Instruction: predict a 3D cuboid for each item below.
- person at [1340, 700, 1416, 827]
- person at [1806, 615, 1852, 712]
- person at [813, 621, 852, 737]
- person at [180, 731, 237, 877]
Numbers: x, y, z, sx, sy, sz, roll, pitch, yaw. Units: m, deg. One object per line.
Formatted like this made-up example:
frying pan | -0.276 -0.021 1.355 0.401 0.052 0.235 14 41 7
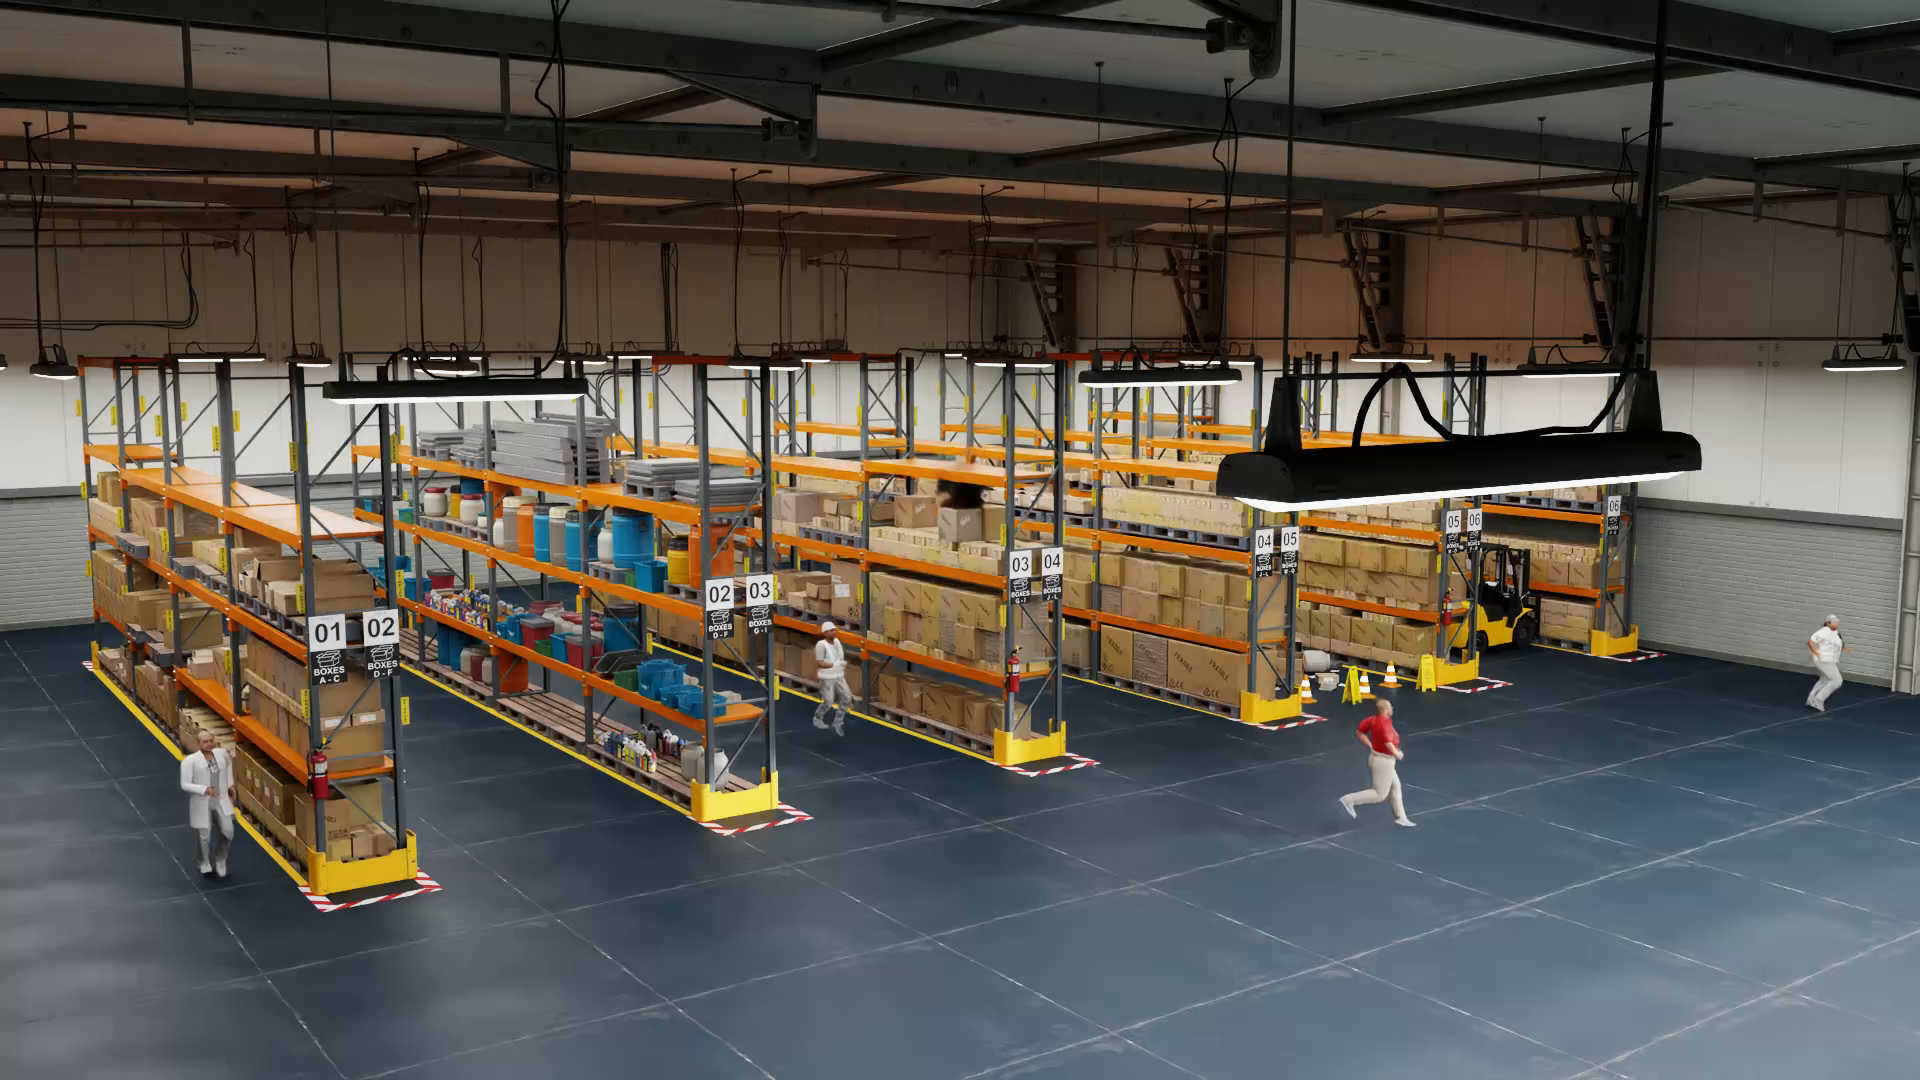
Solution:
person | 5.420 2.916 21.461 1.094 1.731 0.635 -1 7 -6
person | 14.804 2.101 28.320 0.643 1.658 0.579 7 10 44
person | -1.974 2.165 25.756 0.727 1.823 0.656 6 9 40
person | -8.775 3.103 19.478 0.672 1.771 0.838 -6 9 -42
